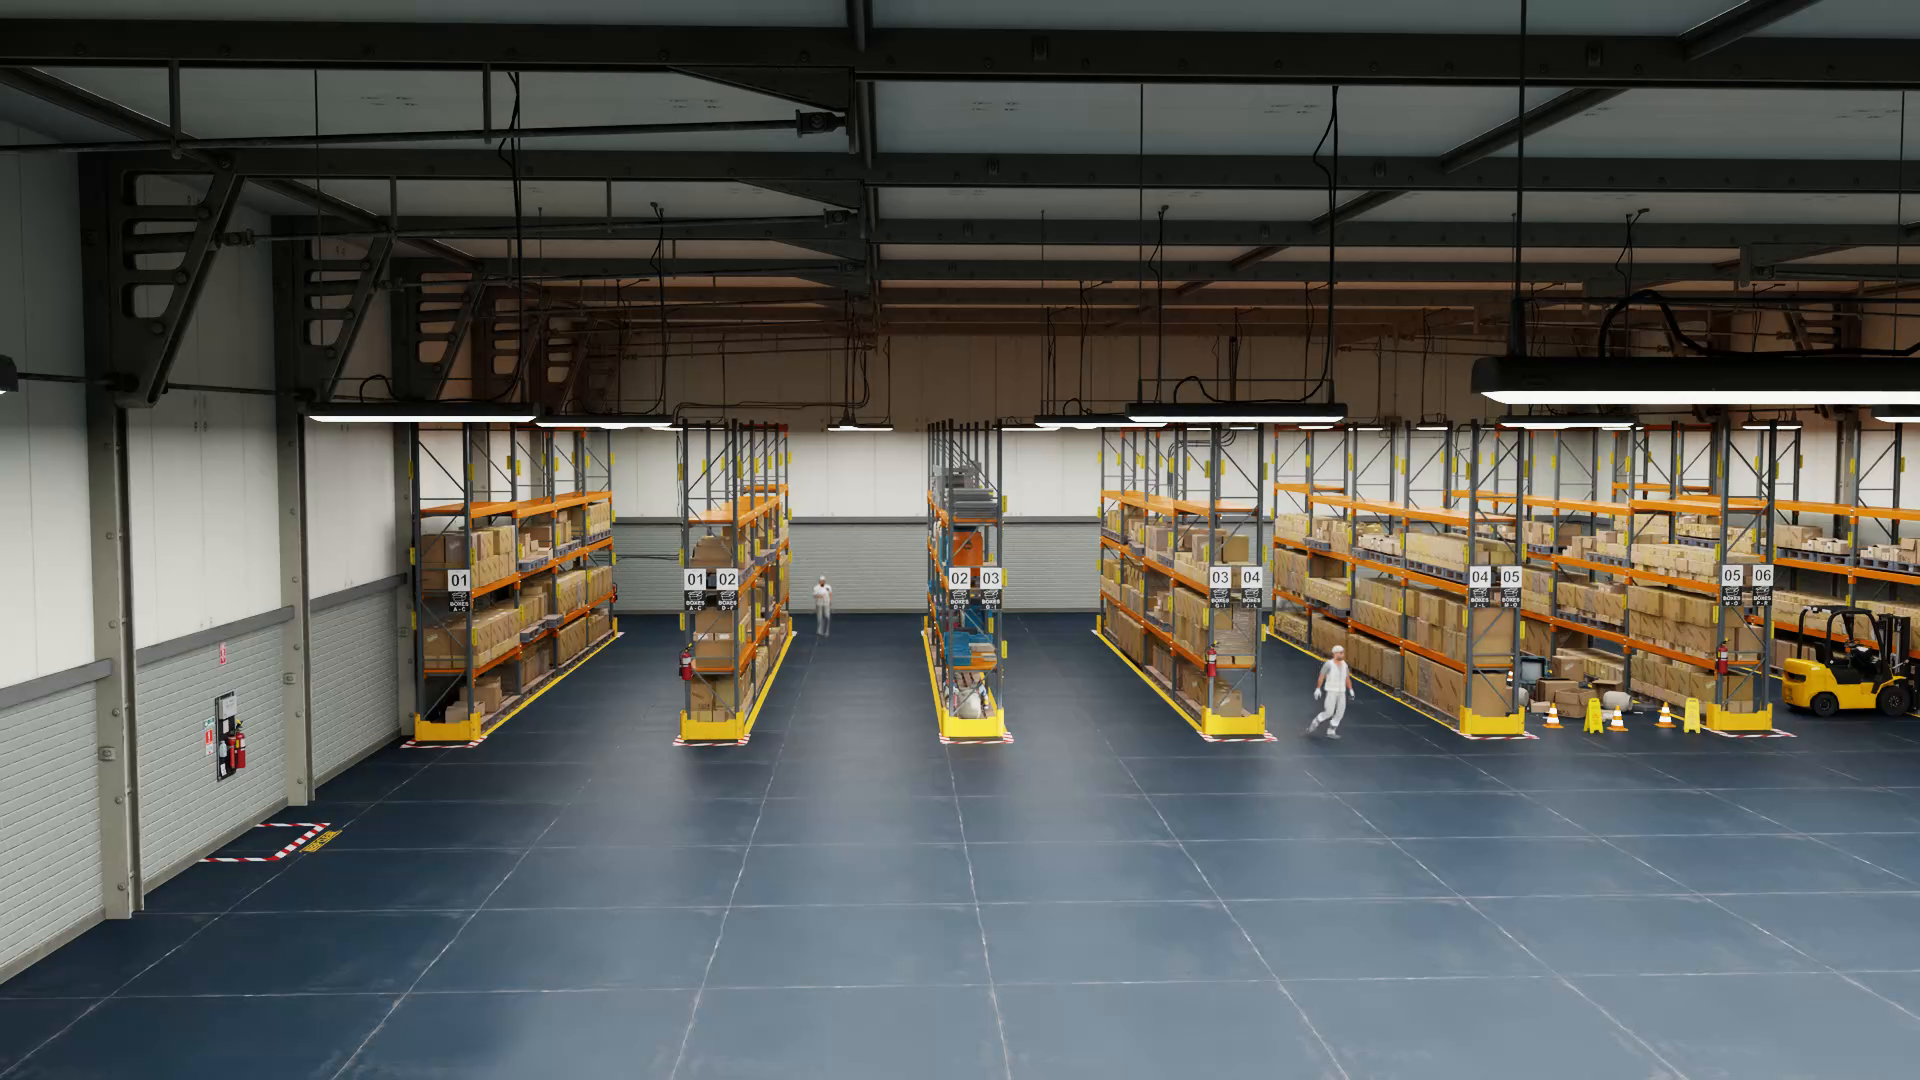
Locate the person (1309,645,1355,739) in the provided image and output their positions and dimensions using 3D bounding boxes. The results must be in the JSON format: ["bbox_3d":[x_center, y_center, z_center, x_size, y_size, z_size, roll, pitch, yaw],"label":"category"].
[{"bbox_3d":[6.954,2.845,31.173,0.762,1.751,0.590,-2,4,-24],"label":"person"}]

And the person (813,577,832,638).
[{"bbox_3d":[-3.884,1.885,46.997,0.566,1.723,0.842,-1,4,-9],"label":"person"}]

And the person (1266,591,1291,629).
[{"bbox_3d":[9.427,1.740,48.726,1.011,1.781,0.768,0,4,-5],"label":"person"}]
